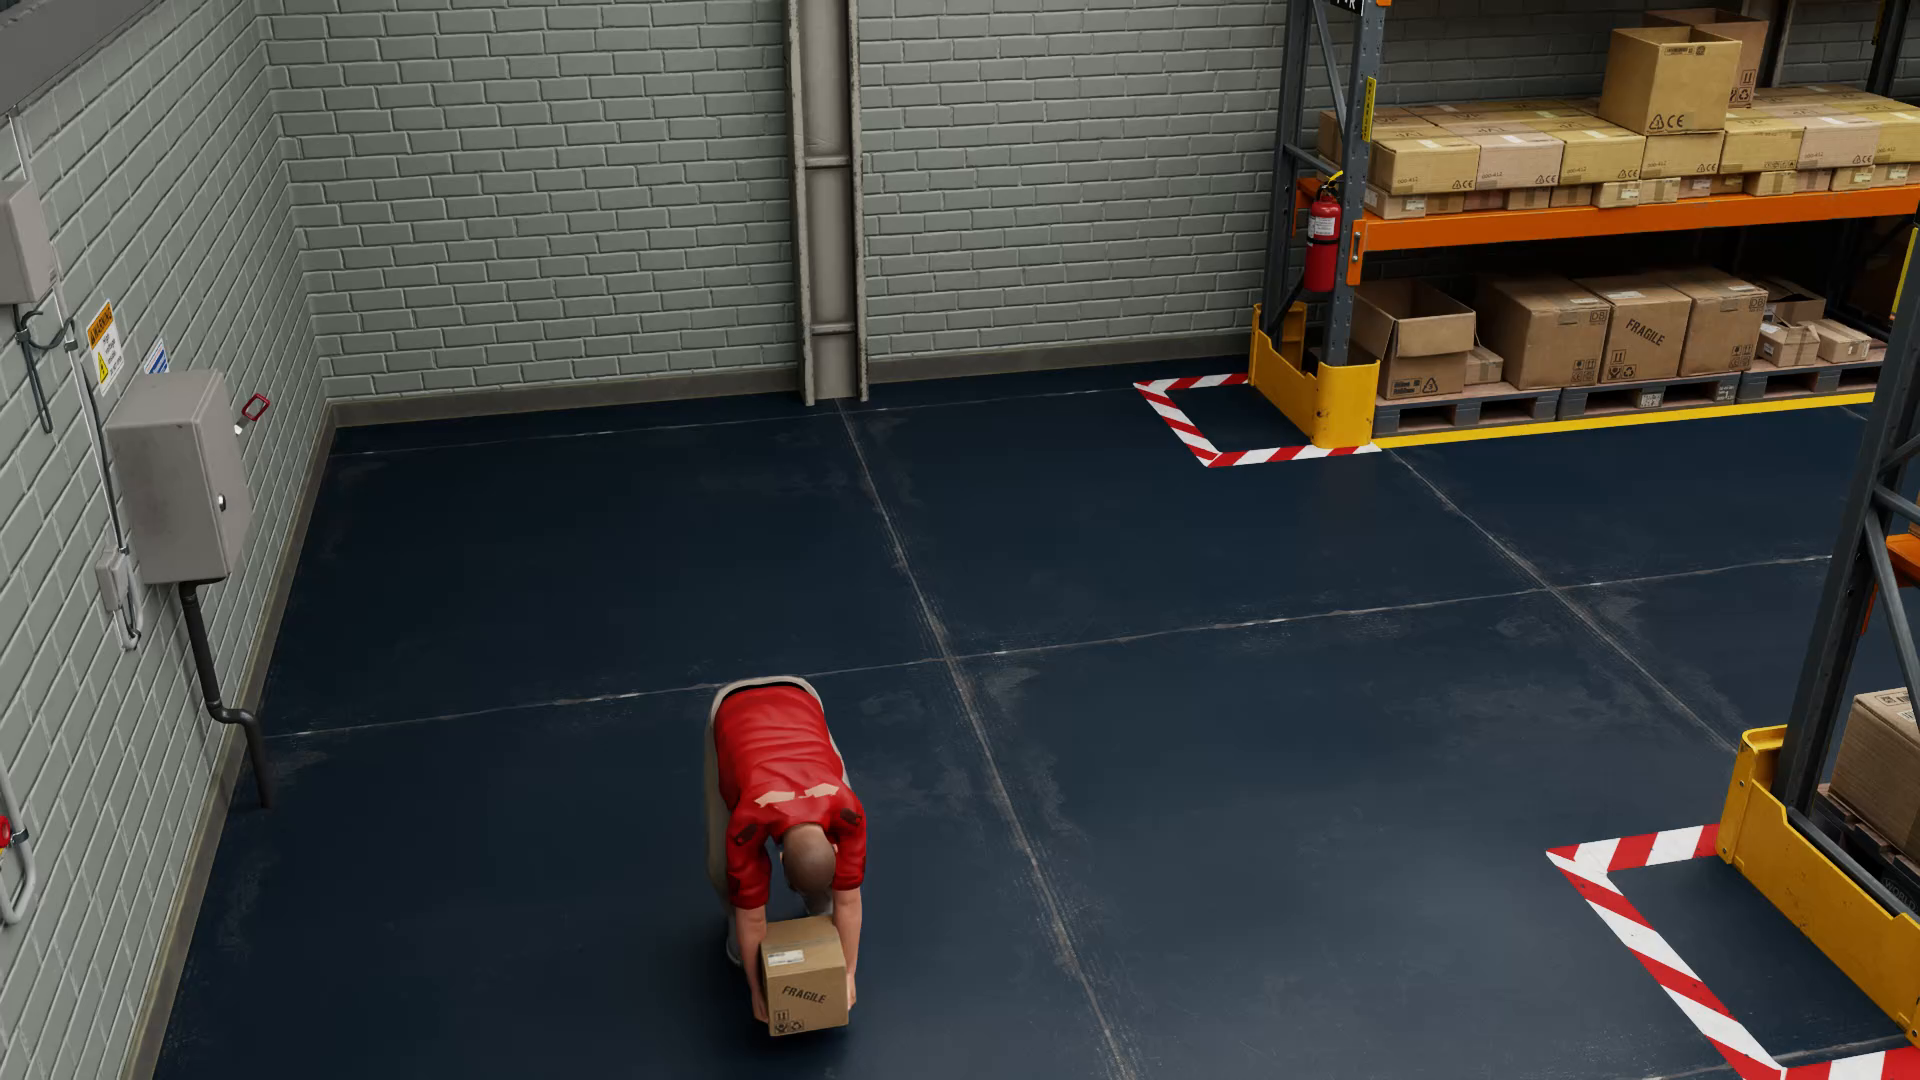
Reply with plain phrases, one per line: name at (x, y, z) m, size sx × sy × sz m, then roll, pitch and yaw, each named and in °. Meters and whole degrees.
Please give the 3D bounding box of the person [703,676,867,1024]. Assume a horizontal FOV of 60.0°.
person at (-0.558, 1.027, 5.424) m, size 0.529 × 0.976 × 0.958 m, roll -7°, pitch 27°, yaw -14°
